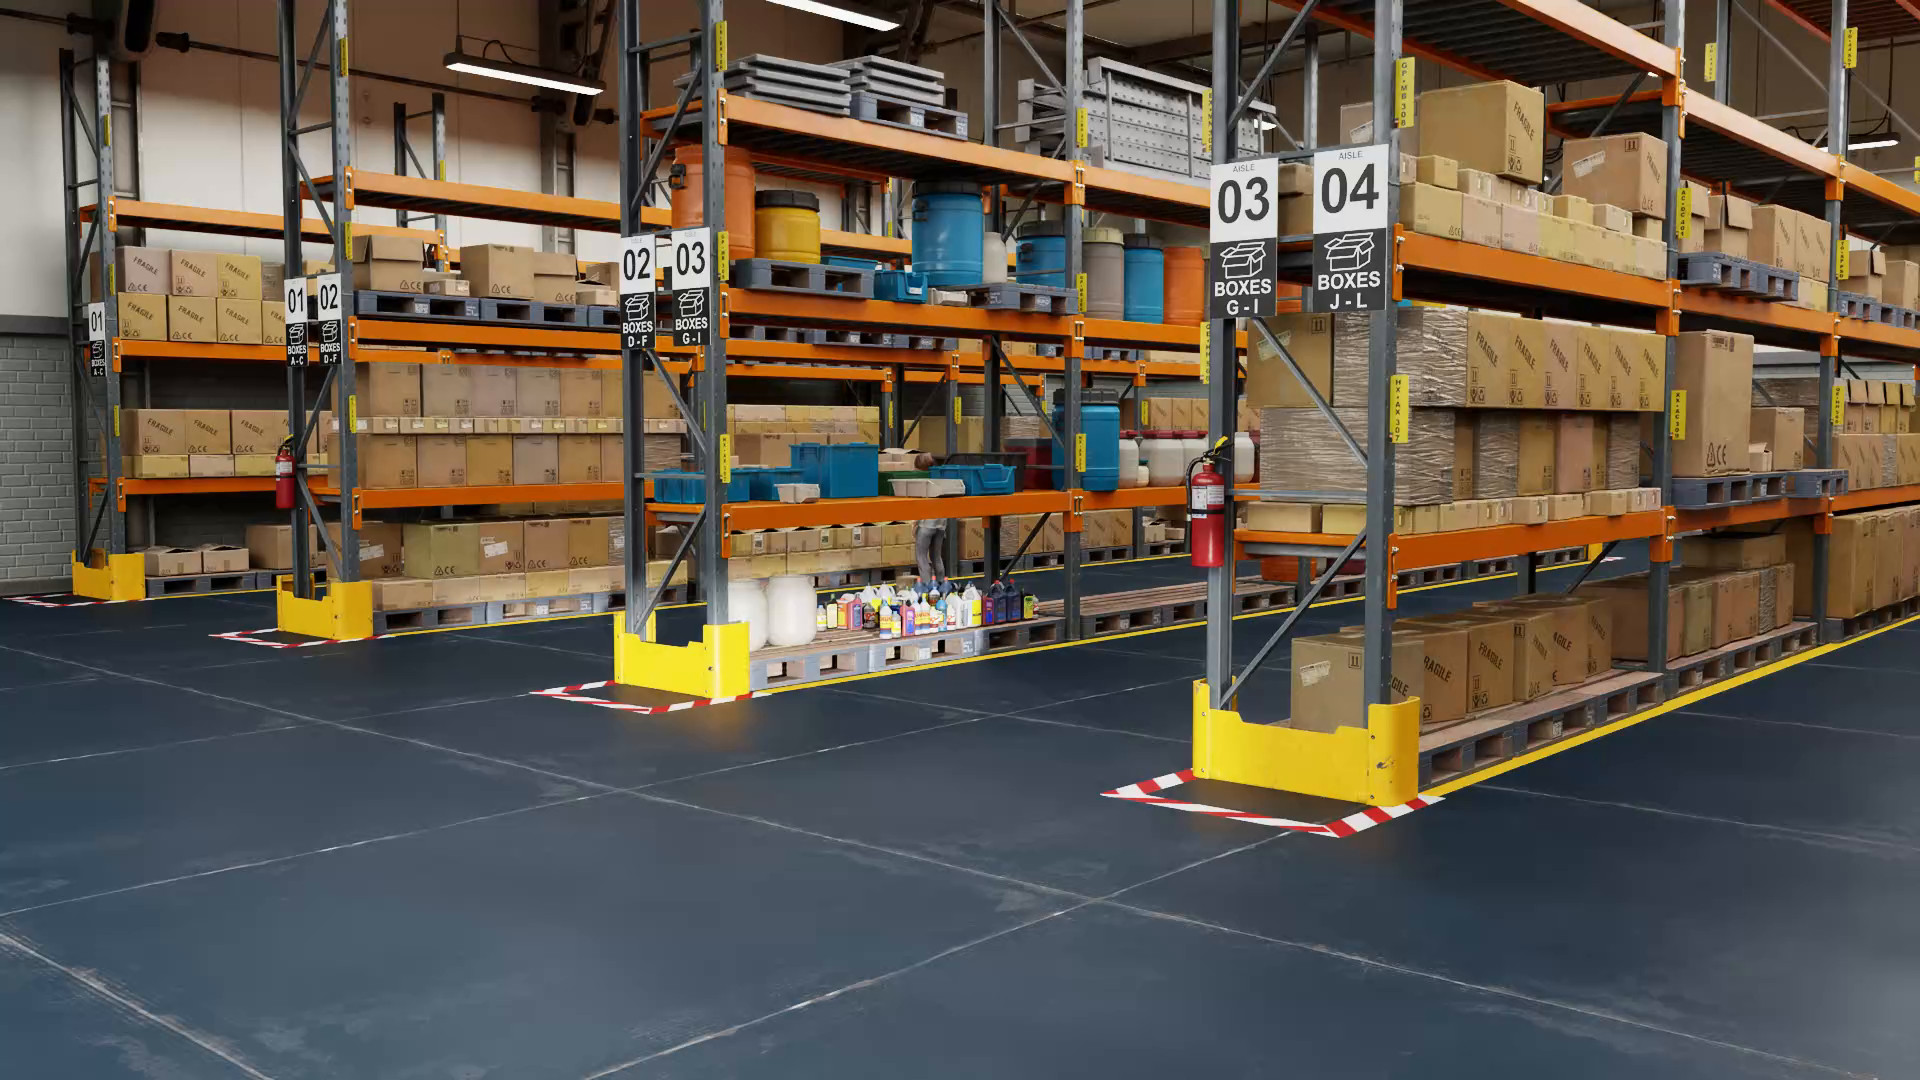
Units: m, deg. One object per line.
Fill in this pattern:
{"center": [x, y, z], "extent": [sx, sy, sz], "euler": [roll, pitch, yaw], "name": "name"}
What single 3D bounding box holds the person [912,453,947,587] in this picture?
{"center": [-0.333, -0.138, 17.827], "extent": [0.364, 1.593, 0.463], "euler": [3, 5, 41], "name": "person"}
